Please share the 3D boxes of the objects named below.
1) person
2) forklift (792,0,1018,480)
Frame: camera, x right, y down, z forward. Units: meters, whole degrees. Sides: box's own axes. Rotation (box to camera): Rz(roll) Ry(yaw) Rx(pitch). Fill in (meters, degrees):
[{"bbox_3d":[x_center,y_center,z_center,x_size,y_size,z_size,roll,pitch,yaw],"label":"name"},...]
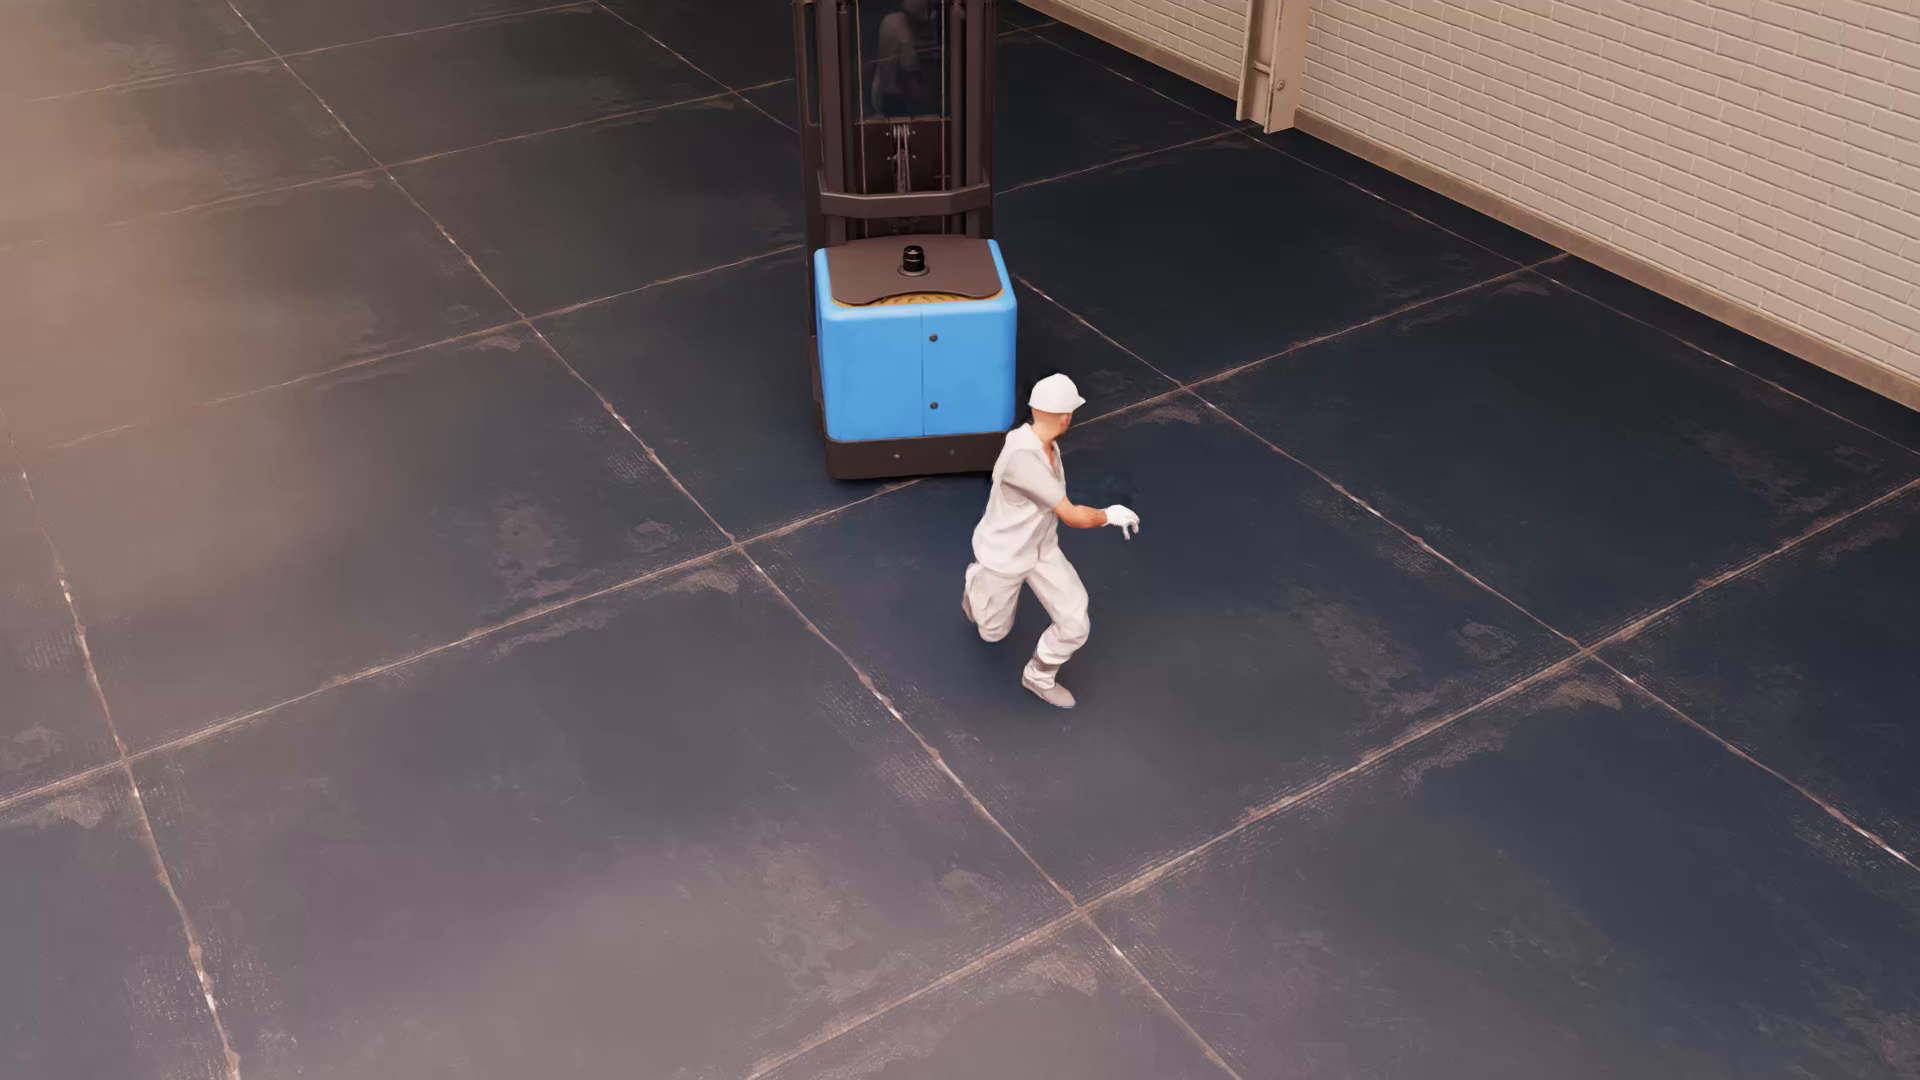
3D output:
[{"bbox_3d":[0.320,-0.059,7.490,0.670,1.540,0.928,-27,43,-33],"label":"person"},{"bbox_3d":[-0.381,-2.361,9.508,1.130,2.935,3.031,-4,35,-6],"label":"forklift"}]
